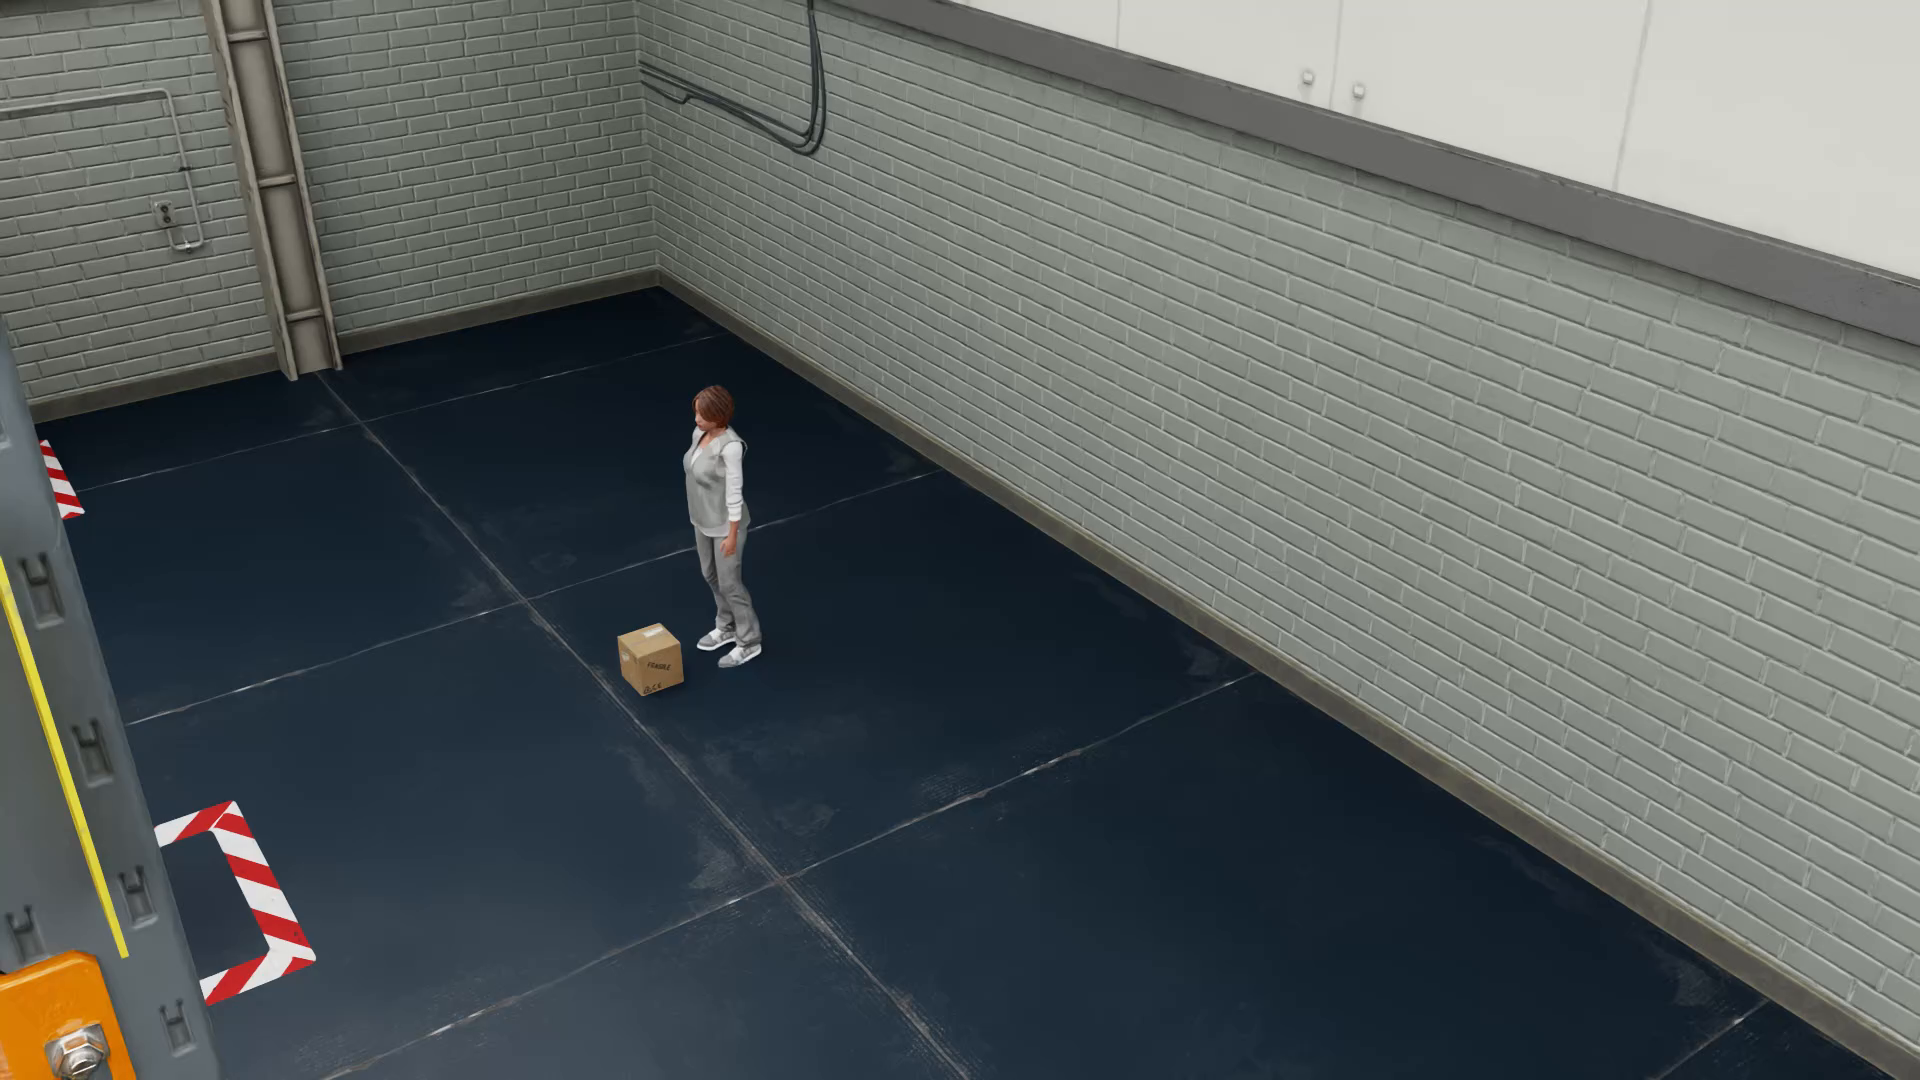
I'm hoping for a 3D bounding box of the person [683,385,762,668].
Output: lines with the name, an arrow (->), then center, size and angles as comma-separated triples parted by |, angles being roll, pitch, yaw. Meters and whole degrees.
person -> -1.266, -0.068, 8.817 | 0.308, 1.617, 0.407 | -18, 34, -30
